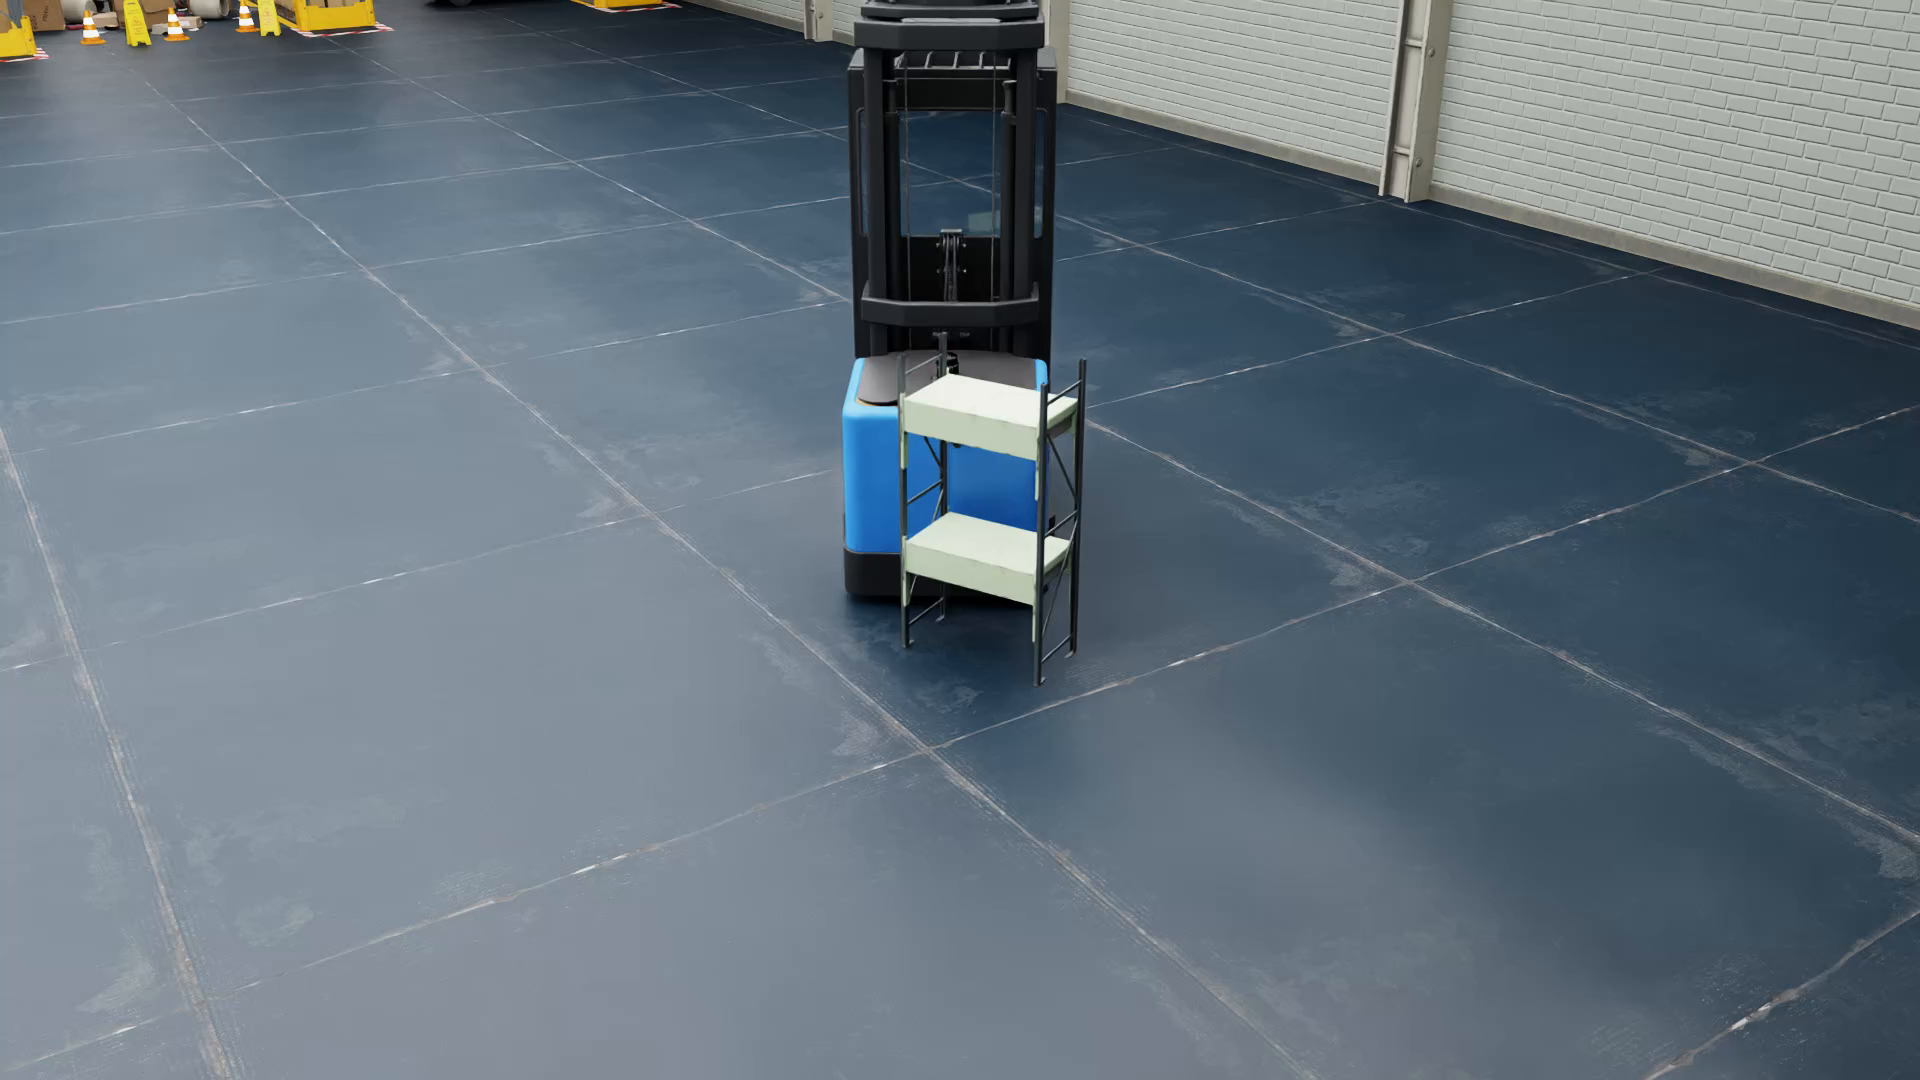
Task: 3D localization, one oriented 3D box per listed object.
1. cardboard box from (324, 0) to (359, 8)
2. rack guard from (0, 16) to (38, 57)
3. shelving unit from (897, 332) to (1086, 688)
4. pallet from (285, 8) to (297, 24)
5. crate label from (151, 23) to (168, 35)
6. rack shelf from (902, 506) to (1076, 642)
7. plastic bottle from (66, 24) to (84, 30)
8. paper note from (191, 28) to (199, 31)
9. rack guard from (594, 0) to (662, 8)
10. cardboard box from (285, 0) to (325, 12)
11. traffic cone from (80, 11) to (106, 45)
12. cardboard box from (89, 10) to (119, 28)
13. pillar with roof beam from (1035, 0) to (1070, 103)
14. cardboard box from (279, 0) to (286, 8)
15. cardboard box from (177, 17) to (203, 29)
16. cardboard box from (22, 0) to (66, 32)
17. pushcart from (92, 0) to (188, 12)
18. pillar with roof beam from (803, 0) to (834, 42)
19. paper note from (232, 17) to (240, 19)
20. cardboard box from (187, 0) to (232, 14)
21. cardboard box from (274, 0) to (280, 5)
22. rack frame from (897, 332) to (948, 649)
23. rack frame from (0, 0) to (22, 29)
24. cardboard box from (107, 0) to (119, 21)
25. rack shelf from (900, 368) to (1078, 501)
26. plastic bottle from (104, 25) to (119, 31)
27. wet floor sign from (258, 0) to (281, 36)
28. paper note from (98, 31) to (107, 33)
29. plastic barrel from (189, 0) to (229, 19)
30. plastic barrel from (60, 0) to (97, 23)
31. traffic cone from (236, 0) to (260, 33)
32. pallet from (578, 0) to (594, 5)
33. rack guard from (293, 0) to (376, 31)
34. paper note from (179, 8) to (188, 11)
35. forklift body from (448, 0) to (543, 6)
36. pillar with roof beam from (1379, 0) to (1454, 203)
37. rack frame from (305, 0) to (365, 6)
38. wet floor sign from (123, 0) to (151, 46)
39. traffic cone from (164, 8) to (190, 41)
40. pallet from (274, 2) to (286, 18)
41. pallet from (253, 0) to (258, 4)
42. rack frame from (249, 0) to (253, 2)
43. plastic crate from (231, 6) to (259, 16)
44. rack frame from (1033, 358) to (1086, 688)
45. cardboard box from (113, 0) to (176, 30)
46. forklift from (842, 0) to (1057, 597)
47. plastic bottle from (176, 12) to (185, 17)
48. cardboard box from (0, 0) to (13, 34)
[{"bbox_3d":[-10.175,-8.874,27.263,0.500,0.250,0.500,-16,30,-30],"label":"cardboard box"},{"bbox_3d":[-14.046,-7.246,24.013,1.175,0.500,0.348,-16,29,-30],"label":"rack guard"},{"bbox_3d":[0.141,-0.142,7.795,0.755,1.500,0.431,14,29,27],"label":"shelving unit"},{"bbox_3d":[-10.422,-8.640,27.304,1.003,0.211,1.213,-16,29,-30],"label":"pallet"},{"bbox_3d":[-12.508,-8.020,26.078,0.298,0.136,0.250,12,28,24],"label":"crate label"},{"bbox_3d":[0.141,0.152,7.934,0.720,0.370,0.431,14,29,27],"label":"rack shelf"},{"bbox_3d":[-14.067,-8.174,26.494,0.133,0.061,0.283,18,31,33],"label":"plastic bottle"},{"bbox_3d":[-12.150,-8.106,26.386,0.142,0.019,0.148,18,31,33],"label":"paper note"},{"bbox_3d":[-5.797,-9.594,28.987,1.175,0.500,0.348,-16,29,-30],"label":"rack guard"},{"bbox_3d":[-10.646,-8.756,27.013,0.500,0.250,0.500,-16,29,-30],"label":"cardboard box"},{"bbox_3d":[-13.159,-7.759,25.143,0.336,0.463,0.334,-16,29,-30],"label":"traffic cone"},{"bbox_3d":[-13.761,-8.394,26.719,0.396,0.266,0.258,-10,27,-21],"label":"cardboard box"},{"bbox_3d":[-2.491,-8.609,16.946,9.100,9.000,0.400,-16,29,-30],"label":"pillar with roof beam"},{"bbox_3d":[-10.910,-8.935,27.391,0.500,0.250,0.500,-15,29,-29],"label":"cardboard box"},{"bbox_3d":[-12.374,-8.283,26.622,0.380,0.149,0.250,-1,25,-3],"label":"cardboard box"},{"bbox_3d":[-14.535,-8.370,26.392,0.500,0.500,0.500,-10,27,-21],"label":"cardboard box"},{"bbox_3d":[-14.033,-9.270,28.445,0.936,0.377,1.648,18,31,33],"label":"pushcart"},{"bbox_3d":[-5.766,-10.755,21.492,9.100,9.000,0.400,-16,29,-30],"label":"pillar with roof beam"},{"bbox_3d":[-11.960,-8.651,27.539,0.148,0.019,0.142,18,31,33],"label":"paper note"},{"bbox_3d":[-12.705,-9.176,28.098,0.500,0.500,0.500,3,25,6],"label":"cardboard box"},{"bbox_3d":[-11.200,-9.120,27.785,0.500,0.250,0.500,-17,30,-31],"label":"cardboard box"},{"bbox_3d":[-0.173,-0.222,7.964,0.023,1.500,0.400,14,29,27],"label":"rack frame"},{"bbox_3d":[-14.059,-8.385,23.498,1.000,3.000,0.127,-16,29,-30],"label":"rack frame"},{"bbox_3d":[-13.564,-8.878,27.308,0.797,0.637,0.503,-16,29,-30],"label":"cardboard box"},{"bbox_3d":[0.141,-0.495,7.628,0.720,0.370,0.431,14,29,27],"label":"rack shelf"},{"bbox_3d":[-13.500,-8.146,26.434,0.283,0.061,0.133,18,31,33],"label":"plastic bottle"},{"bbox_3d":[-10.759,-8.193,25.849,0.267,0.644,0.232,-6,26,-12],"label":"wet floor sign"},{"bbox_3d":[-13.470,-7.983,26.127,0.144,0.017,0.142,-6,26,-12],"label":"paper note"},{"bbox_3d":[-12.363,-8.795,27.386,0.512,0.421,0.421,3,25,6],"label":"plastic barrel"},{"bbox_3d":[-14.338,-8.602,26.976,0.512,0.421,0.421,3,25,6],"label":"plastic barrel"},{"bbox_3d":[-11.282,-8.281,26.249,0.336,0.463,0.334,-16,29,-30],"label":"traffic cone"},{"bbox_3d":[-6.262,-9.735,29.625,1.003,0.211,1.213,-16,29,-30],"label":"pallet"},{"bbox_3d":[-10.008,-8.471,26.609,1.175,0.500,0.348,-16,29,-30],"label":"rack guard"},{"bbox_3d":[-13.290,-9.075,28.439,0.148,0.019,0.142,-16,29,-30],"label":"paper note"},{"bbox_3d":[-8.374,-10.602,29.189,2.313,2.155,1.214,-16,29,-30],"label":"forklift body"},{"bbox_3d":[0.784,-6.463,12.400,9.100,9.000,0.400,-16,29,-30],"label":"pillar with roof beam"},{"bbox_3d":[-9.967,-9.575,26.018,1.000,3.000,0.127,-16,29,-30],"label":"rack frame"},{"bbox_3d":[-12.384,-7.771,24.956,0.267,0.644,0.232,-22,33,-38],"label":"wet floor sign"},{"bbox_3d":[-12.027,-7.900,25.443,0.336,0.463,0.334,-16,29,-30],"label":"traffic cone"},{"bbox_3d":[-11.084,-9.075,28.227,1.003,0.211,1.213,-16,29,-30],"label":"pallet"},{"bbox_3d":[-11.754,-9.512,29.153,1.003,0.211,1.213,-16,29,-30],"label":"pallet"},{"bbox_3d":[-12.150,-11.005,29.049,1.000,3.000,0.127,-16,29,-30],"label":"rack frame"},{"bbox_3d":[-11.980,-8.932,28.078,0.583,0.080,0.402,18,31,33],"label":"plastic crate"},{"bbox_3d":[0.456,-0.063,7.626,0.023,1.500,0.400,14,29,27],"label":"rack frame"},{"bbox_3d":[-13.047,-8.484,26.632,0.637,0.503,0.797,7,26,15],"label":"cardboard box"},{"bbox_3d":[-0.034,-1.618,9.244,1.130,2.935,3.031,1,25,1],"label":"forklift"},{"bbox_3d":[-13.017,-8.778,27.773,0.133,0.061,0.283,-10,27,-21],"label":"plastic bottle"},{"bbox_3d":[-14.484,-7.841,24.343,0.875,0.875,0.875,-15,29,-29],"label":"cardboard box"}]
